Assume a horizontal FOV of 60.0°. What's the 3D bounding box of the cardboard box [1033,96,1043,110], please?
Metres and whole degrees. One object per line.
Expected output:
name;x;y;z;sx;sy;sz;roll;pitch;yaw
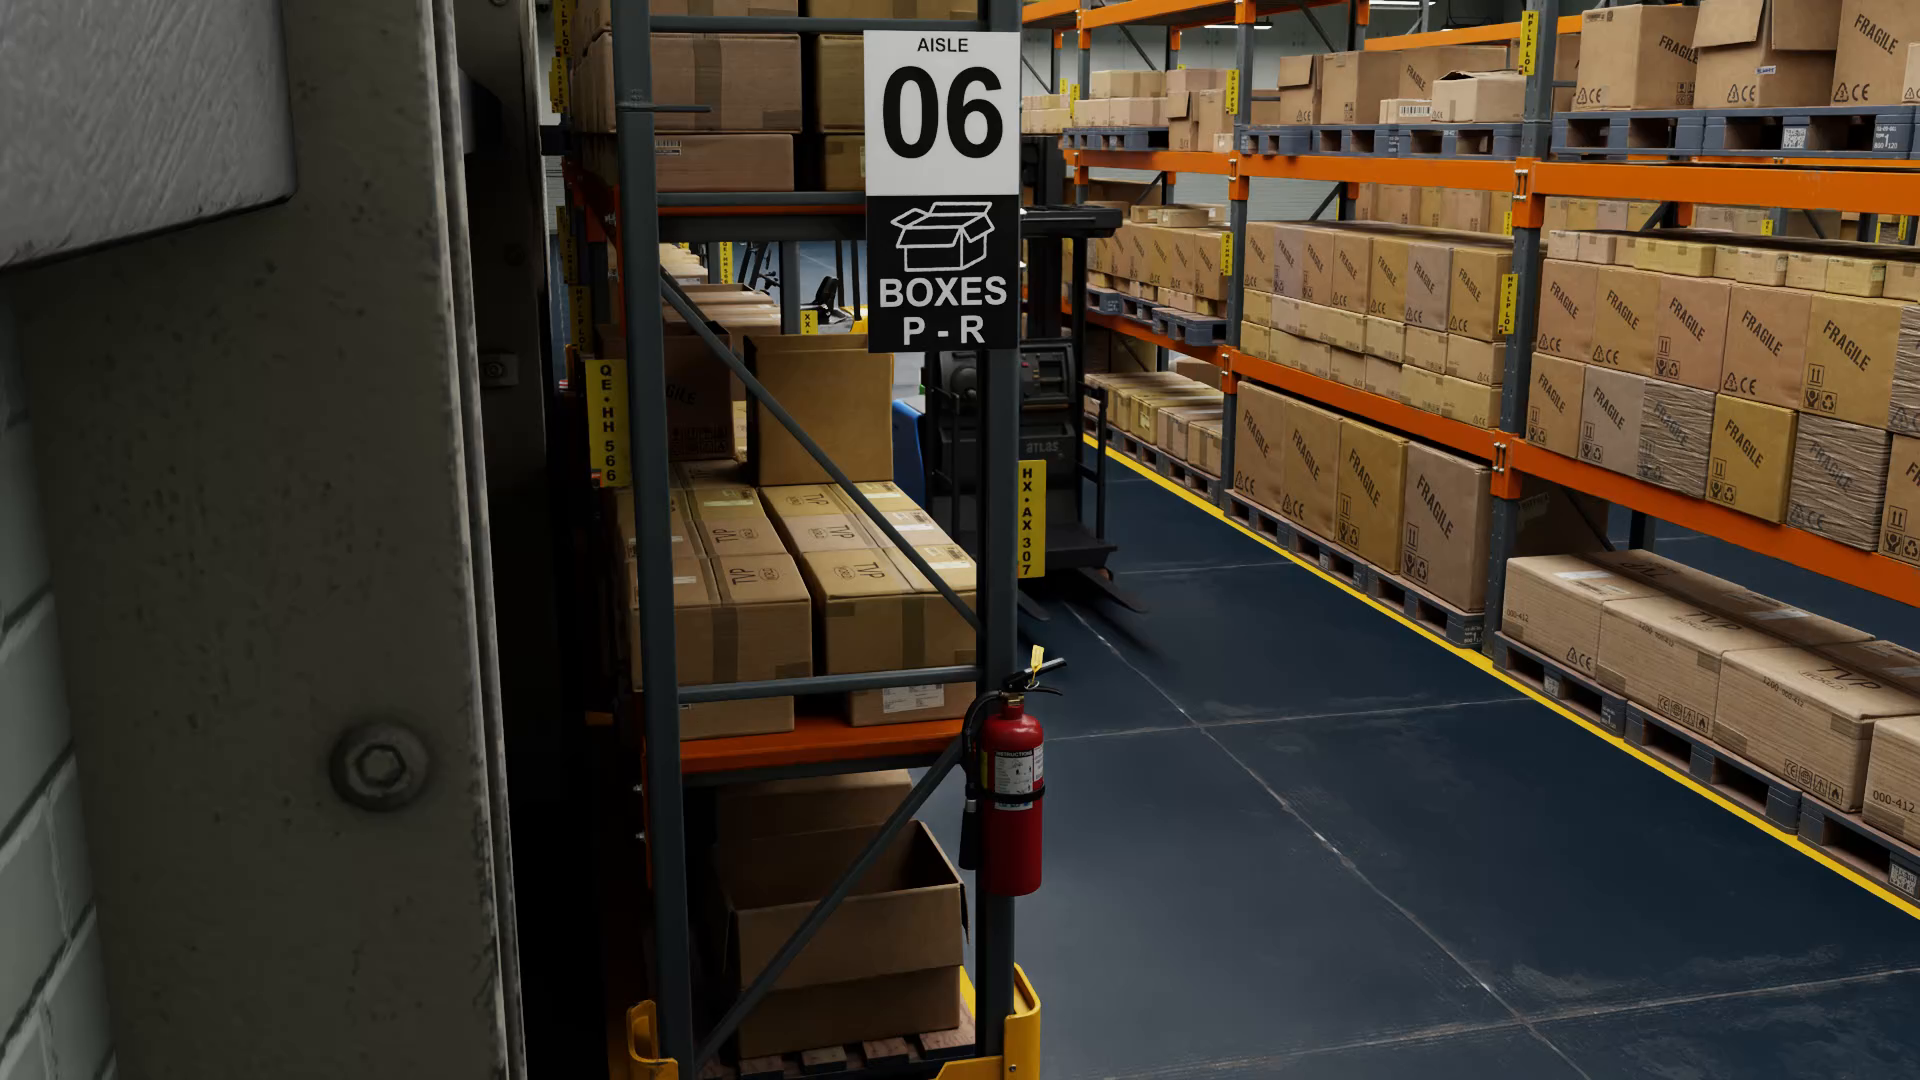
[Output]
cardboard box;1.005;-4.729;17.993;0.380;0.149;0.250;-3;14;-13

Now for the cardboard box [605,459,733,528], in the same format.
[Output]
cardboard box;-1.186;-0.235;6.758;0.500;0.250;0.500;-3;14;-12

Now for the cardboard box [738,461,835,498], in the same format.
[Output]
cardboard box;-0.571;-0.146;6.392;0.500;0.250;0.500;-4;14;-15

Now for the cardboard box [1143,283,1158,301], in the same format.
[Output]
cardboard box;1.854;-2.225;14.859;0.380;0.149;0.250;-4;14;-15

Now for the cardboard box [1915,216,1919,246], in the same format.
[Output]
cardboard box;11.345;-3.507;18.312;1.000;1.000;1.000;-3;14;-13

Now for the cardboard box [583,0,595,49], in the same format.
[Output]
cardboard box;-0.841;-1.583;4.902;0.500;0.250;0.500;-4;14;-15

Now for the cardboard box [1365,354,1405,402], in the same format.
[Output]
cardboard box;2.971;-1.056;10.747;0.500;0.250;0.500;-4;14;-15

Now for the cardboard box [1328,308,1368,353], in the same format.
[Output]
cardboard box;2.811;-1.414;11.158;0.500;0.250;0.500;-3;14;-12

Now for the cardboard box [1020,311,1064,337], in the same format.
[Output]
cardboard box;0.886;-2.362;19.104;0.500;0.500;0.500;-3;14;-12

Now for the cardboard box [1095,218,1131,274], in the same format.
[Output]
cardboard box;1.611;-2.808;15.877;0.500;0.500;0.500;-3;14;-13

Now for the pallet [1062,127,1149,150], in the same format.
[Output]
pallet;1.703;-3.868;16.014;1.213;0.211;1.003;-3;14;-13

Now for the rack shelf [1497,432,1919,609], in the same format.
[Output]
rack shelf;4.010;0.006;7.598;1.077;0.370;4.000;-3;14;-13

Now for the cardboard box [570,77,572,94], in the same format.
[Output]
cardboard box;-2.374;-3.012;10.964;0.380;0.149;0.250;-3;14;-13

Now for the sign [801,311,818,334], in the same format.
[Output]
sign;-0.758;-0.980;8.293;0.100;0.325;0.005;-3;14;-13

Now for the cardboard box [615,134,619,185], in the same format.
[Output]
cardboard box;-0.766;-1.058;4.646;0.380;0.149;0.250;-3;14;-12

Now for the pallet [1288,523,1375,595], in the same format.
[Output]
pallet;2.996;0.094;11.597;1.003;0.211;1.213;-3;14;-13

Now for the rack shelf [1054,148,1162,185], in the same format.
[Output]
rack shelf;1.192;-4.219;18.573;1.077;0.370;4.000;-3;14;-13

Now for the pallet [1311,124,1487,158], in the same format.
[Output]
pallet;3.069;-2.690;11.193;1.003;0.211;1.213;-3;14;-11

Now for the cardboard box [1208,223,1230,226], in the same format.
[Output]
cardboard box;2.350;-2.599;15.023;0.500;0.500;0.500;-4;14;-15

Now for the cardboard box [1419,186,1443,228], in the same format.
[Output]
cardboard box;6.029;-4.008;19.923;0.875;0.550;0.500;-3;14;-13

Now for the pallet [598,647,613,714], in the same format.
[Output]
pallet;-1.511;0.642;9.355;1.003;0.211;1.213;-3;14;-13

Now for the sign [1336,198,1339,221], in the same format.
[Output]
sign;4.969;-4.302;21.723;0.100;0.325;0.005;-3;14;-13

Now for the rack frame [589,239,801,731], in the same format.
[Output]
rack frame;-1.284;-0.527;8.265;1.000;3.000;0.127;-3;14;-13

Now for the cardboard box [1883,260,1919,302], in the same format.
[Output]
cardboard box;3.964;-1.040;6.678;0.380;0.149;0.250;-3;14;-14

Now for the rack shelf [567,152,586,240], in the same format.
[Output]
rack shelf;-1.753;-2.096;9.883;1.077;0.370;4.000;-3;14;-13

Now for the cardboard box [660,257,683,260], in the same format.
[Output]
cardboard box;-2.480;-2.255;13.761;0.380;0.149;0.250;-3;14;-13

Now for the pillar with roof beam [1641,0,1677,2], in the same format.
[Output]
pillar with roof beam;15.983;-13.051;46.887;9.100;9.000;0.548;-3;14;-13

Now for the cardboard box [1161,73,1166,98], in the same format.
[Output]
cardboard box;1.921;-4.355;15.989;0.500;0.250;0.500;-3;14;-12

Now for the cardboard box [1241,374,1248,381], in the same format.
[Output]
cardboard box;3.595;-2.096;19.947;0.637;0.503;0.797;10;17;35

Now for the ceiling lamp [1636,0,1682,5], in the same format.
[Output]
ceiling lamp;16.984;-14.242;39.460;2.000;3.185;0.800;-3;14;-13

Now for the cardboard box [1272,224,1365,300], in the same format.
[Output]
cardboard box;2.605;-2.021;12.060;0.500;0.500;0.500;-3;14;-13

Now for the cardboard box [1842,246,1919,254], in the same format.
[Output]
cardboard box;4.233;-1.247;7.525;0.380;0.149;0.250;-3;14;-13

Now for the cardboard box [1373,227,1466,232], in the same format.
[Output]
cardboard box;3.215;-1.924;11.666;0.500;0.500;0.500;-3;14;-13

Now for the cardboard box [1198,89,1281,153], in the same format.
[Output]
cardboard box;2.388;-3.452;13.707;0.700;0.500;0.500;-3;14;-13

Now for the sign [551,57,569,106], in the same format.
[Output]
sign;-2.765;-3.168;11.496;0.100;0.325;0.005;-3;14;-13

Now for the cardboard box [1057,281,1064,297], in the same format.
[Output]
cardboard box;1.224;-2.643;17.453;0.380;0.149;0.250;-3;14;-12

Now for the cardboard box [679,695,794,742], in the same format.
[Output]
cardboard box;-0.683;0.456;4.769;0.380;0.149;0.250;-3;14;-14

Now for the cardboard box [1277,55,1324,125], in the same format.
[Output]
cardboard box;2.836;-3.360;12.438;0.797;0.503;0.637;-4;14;-17

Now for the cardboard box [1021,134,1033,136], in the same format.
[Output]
cardboard box;0.893;-4.457;18.560;0.380;0.149;0.250;-4;14;-15

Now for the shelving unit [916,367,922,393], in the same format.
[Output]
shelving unit;-0.150;-0.696;12.748;0.258;1.200;0.503;-4;14;-15

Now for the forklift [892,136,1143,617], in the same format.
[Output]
forklift;0.350;-1.132;10.883;1.130;2.935;3.031;-4;14;-15

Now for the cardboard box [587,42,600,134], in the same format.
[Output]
cardboard box;-0.845;-1.338;4.953;0.500;0.250;0.500;-3;14;-13

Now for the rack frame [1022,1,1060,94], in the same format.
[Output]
rack frame;0.722;-6.487;20.020;1.000;3.000;0.127;-3;14;-13

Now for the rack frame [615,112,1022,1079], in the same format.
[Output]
rack frame;-0.344;0.396;4.488;1.000;3.000;0.127;-3;14;-13

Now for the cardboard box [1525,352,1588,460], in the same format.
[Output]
cardboard box;3.396;-0.730;8.886;0.500;0.500;0.500;-3;14;-11

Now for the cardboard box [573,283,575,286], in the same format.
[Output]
cardboard box;-2.835;-1.942;13.317;0.500;0.250;0.500;-3;14;-14

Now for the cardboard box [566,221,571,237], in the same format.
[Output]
cardboard box;-3.745;-3.112;16.642;0.380;0.149;0.250;-4;14;-14

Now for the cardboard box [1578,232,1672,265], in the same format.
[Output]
cardboard box;3.438;-1.509;8.598;0.380;0.149;0.250;-3;14;-12

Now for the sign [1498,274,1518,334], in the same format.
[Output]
sign;3.015;-1.296;9.140;0.100;0.325;0.005;-3;14;-13

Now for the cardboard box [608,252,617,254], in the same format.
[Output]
cardboard box;-3.105;-2.404;14.370;0.380;0.149;0.250;-3;14;-13

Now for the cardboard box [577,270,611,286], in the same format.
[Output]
cardboard box;-2.666;-1.932;12.436;0.380;0.149;0.250;-3;14;-12

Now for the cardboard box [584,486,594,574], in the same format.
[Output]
cardboard box;-2.177;-0.091;10.860;0.500;0.500;0.500;-3;14;-10

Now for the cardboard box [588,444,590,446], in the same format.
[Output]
cardboard box;-2.404;-0.617;11.648;0.380;0.149;0.250;-3;14;-10

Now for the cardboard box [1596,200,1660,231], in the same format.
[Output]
cardboard box;6.813;-3.134;16.619;0.700;0.500;0.500;-3;14;-13

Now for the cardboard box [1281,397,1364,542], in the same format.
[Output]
cardboard box;2.888;-0.529;11.866;0.875;0.875;0.875;-3;14;-13

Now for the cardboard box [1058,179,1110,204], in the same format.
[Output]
cardboard box;1.368;-3.794;18.693;0.700;0.500;0.500;-3;14;-14
